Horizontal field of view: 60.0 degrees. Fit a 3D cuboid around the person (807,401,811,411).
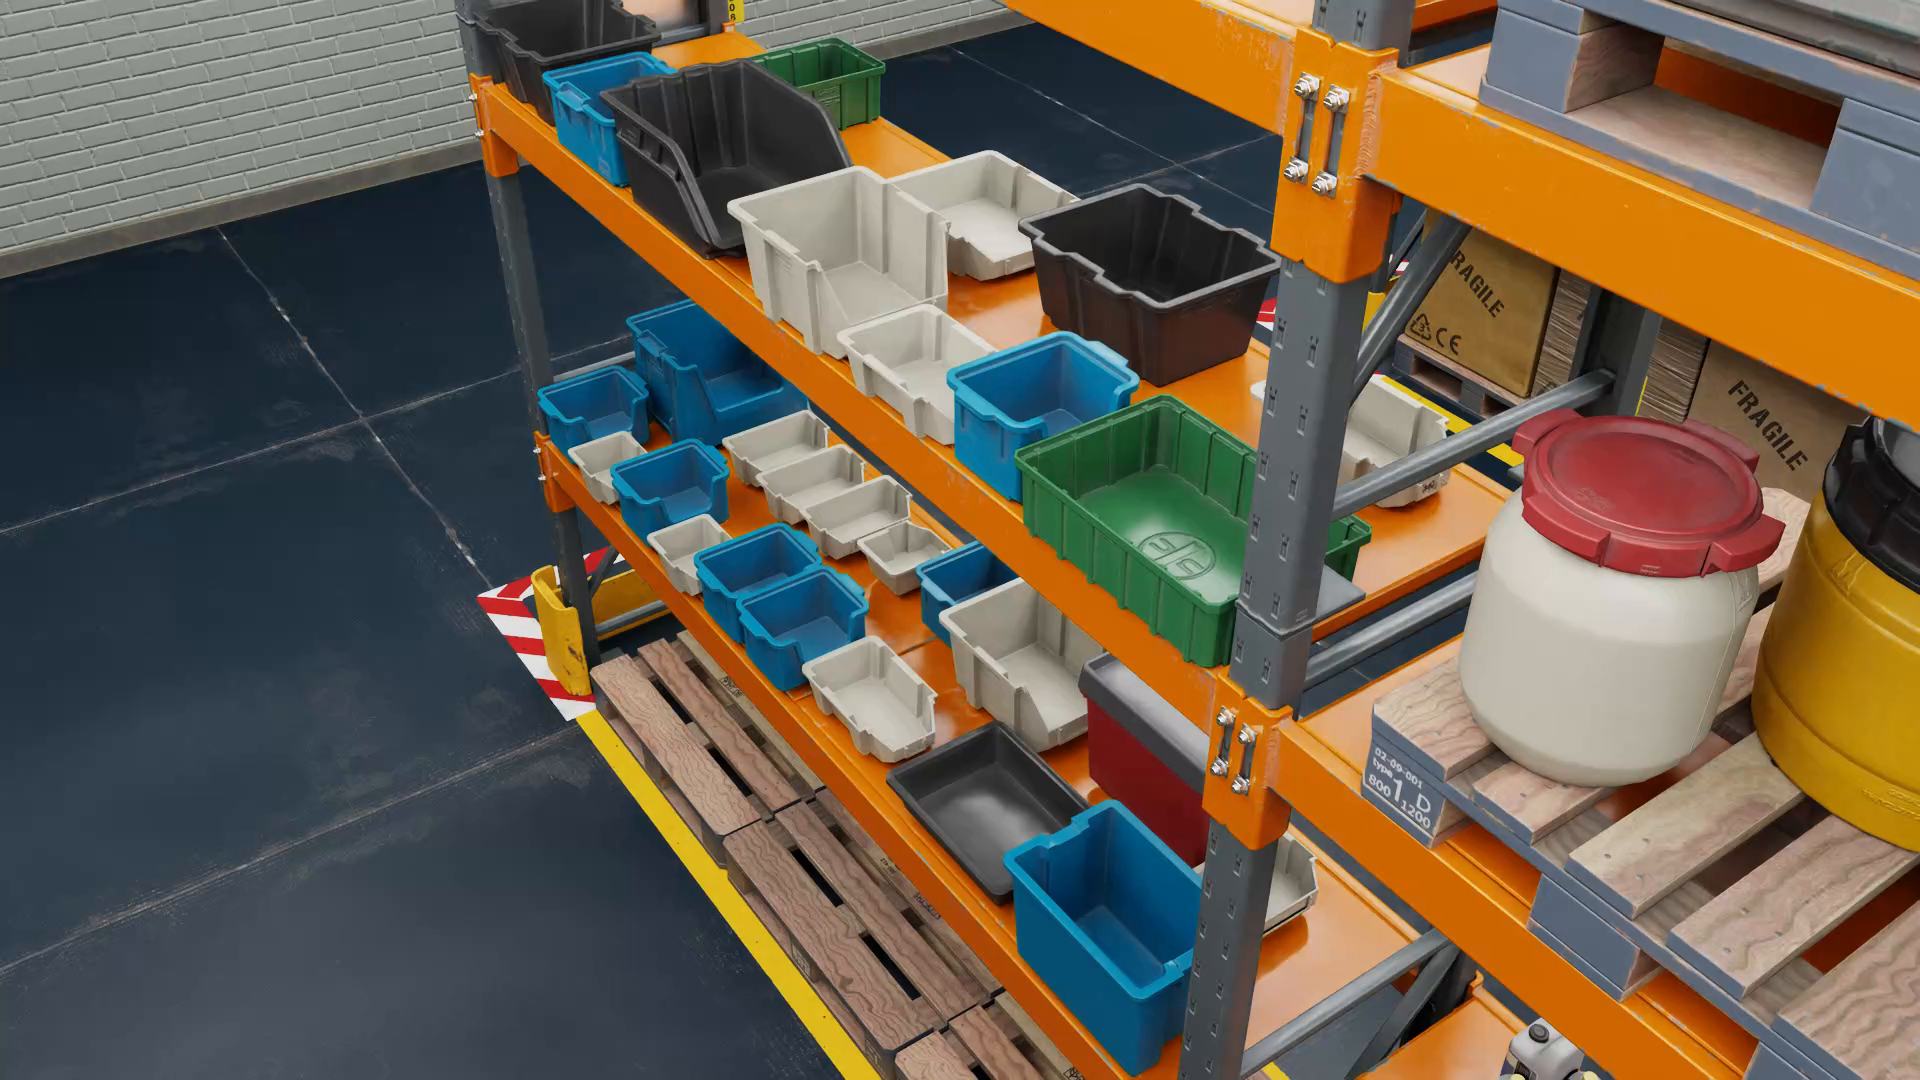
[{"bbox_3d":[-0.869,-1.006,8.355,0.374,1.661,0.526,-4,37,-6],"label":"person"}]
